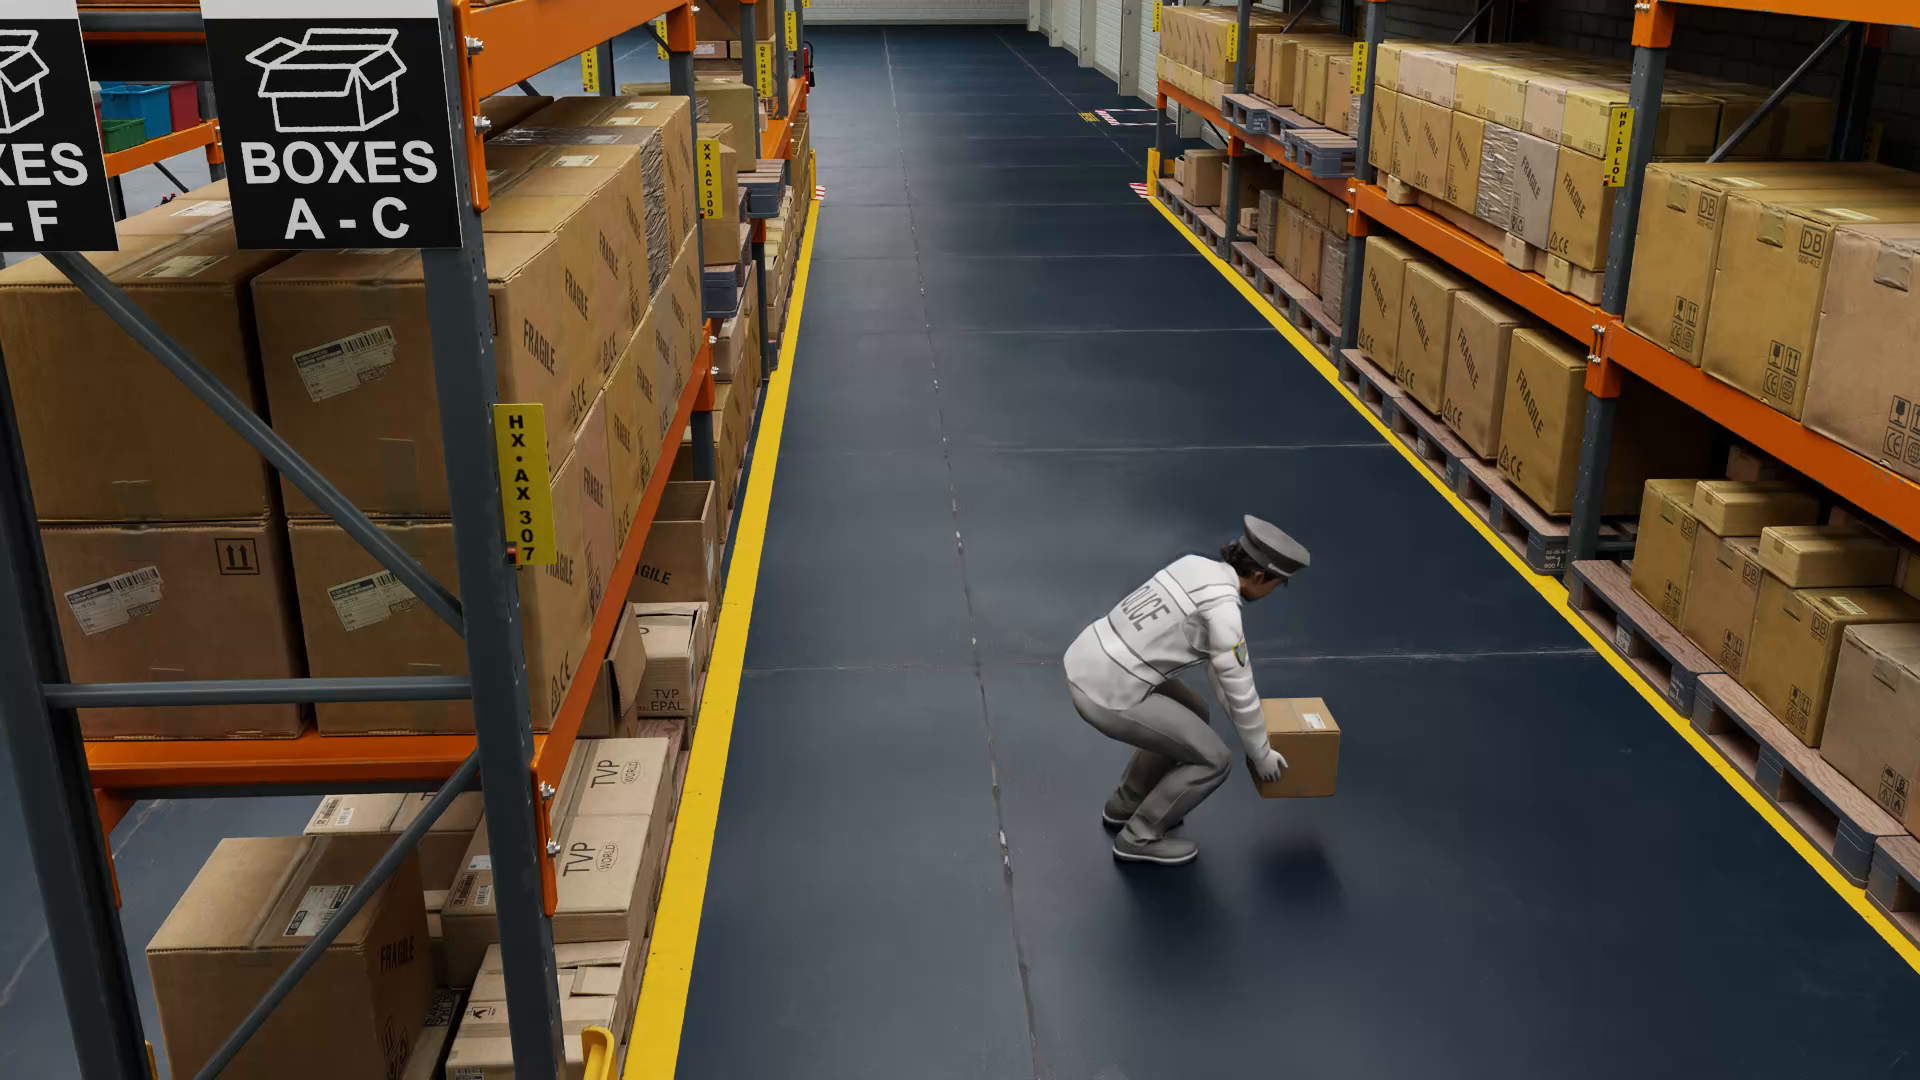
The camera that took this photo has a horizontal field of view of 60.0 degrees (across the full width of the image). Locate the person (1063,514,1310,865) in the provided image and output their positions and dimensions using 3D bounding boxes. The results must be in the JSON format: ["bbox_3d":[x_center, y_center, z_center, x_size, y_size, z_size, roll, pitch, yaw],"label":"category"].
[{"bbox_3d":[0.743,0.480,5.553,0.802,1.139,0.516,-1,21,-3],"label":"person"}]
